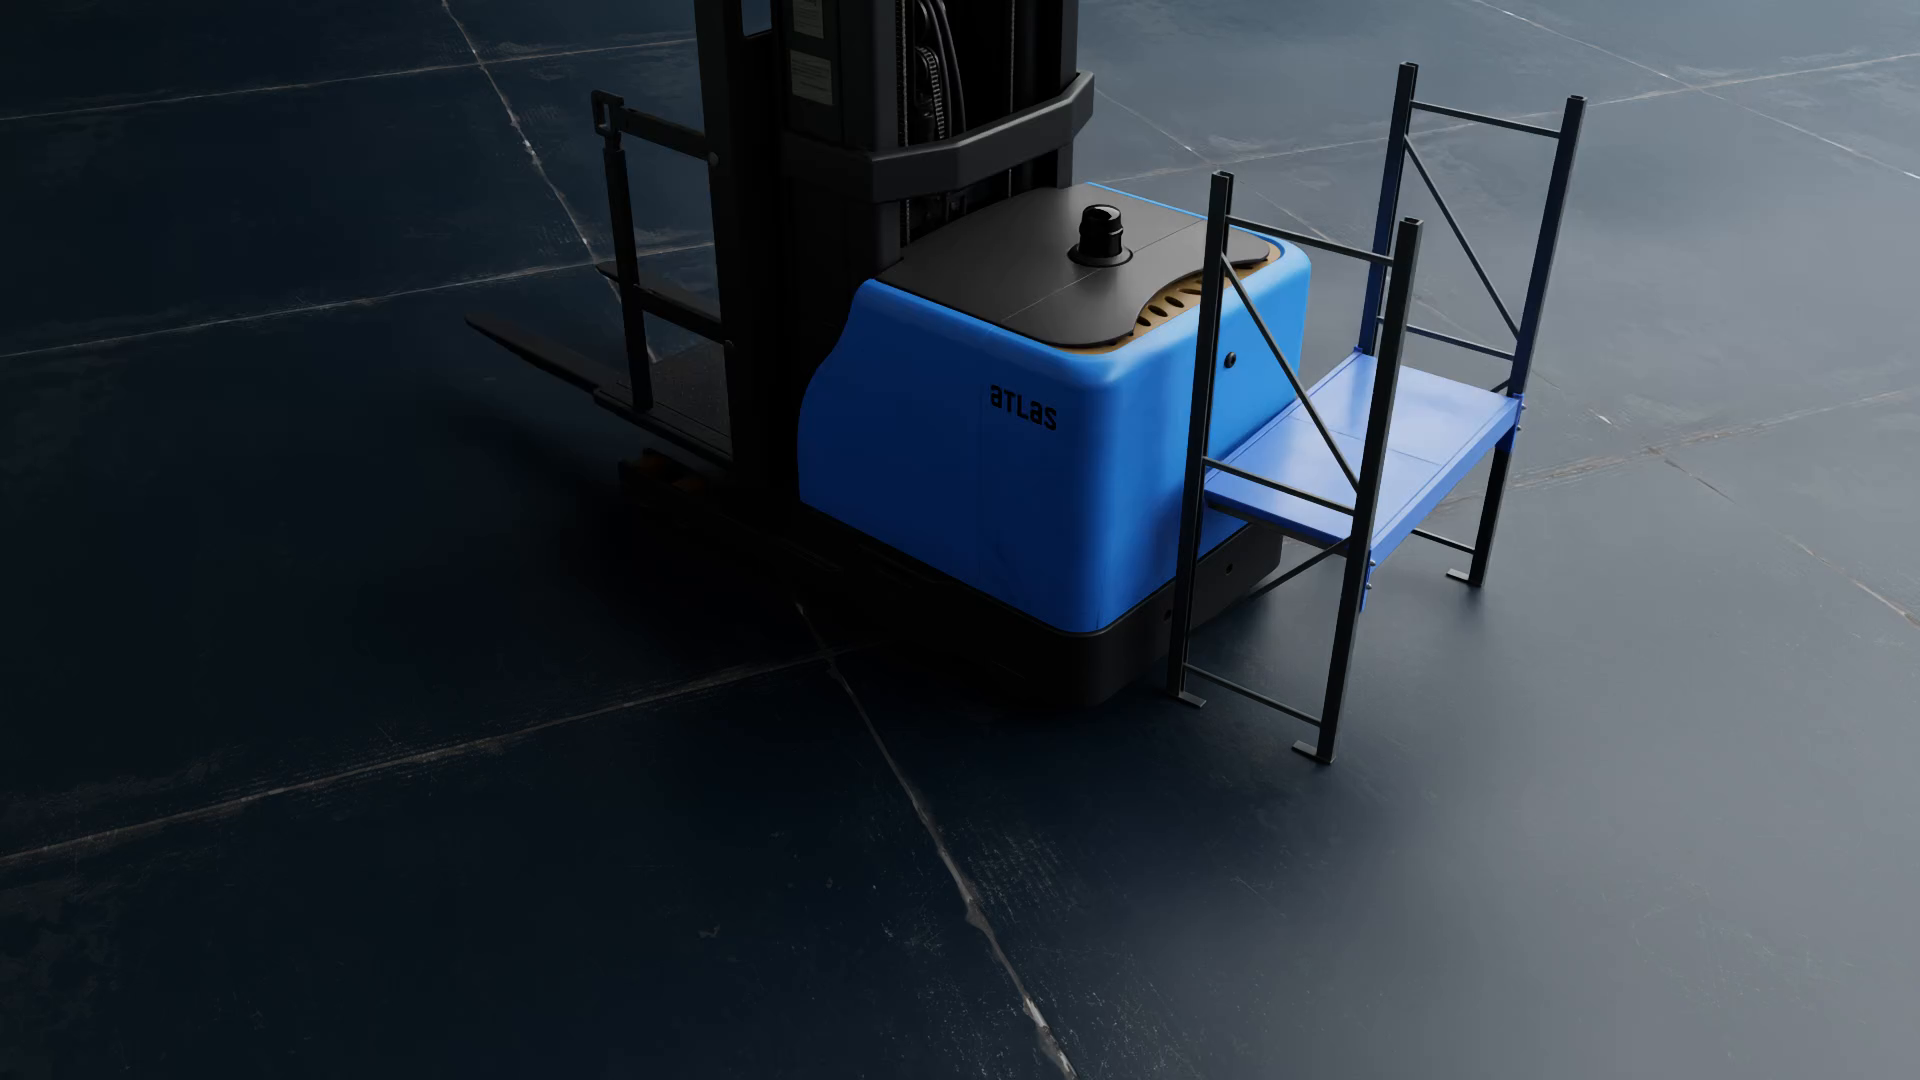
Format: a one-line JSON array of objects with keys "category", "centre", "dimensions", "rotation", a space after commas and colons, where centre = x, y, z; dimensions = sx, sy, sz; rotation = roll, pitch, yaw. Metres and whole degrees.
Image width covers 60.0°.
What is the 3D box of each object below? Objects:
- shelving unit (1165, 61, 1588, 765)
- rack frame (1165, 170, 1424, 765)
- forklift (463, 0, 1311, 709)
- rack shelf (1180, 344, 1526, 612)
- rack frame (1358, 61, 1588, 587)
[{"category": "shelving unit", "centre": [1.082, -0.351, 4.412], "dimensions": [0.538, 1.500, 1.048], "rotation": [22, 39, 30]}, {"category": "rack frame", "centre": [0.779, -0.129, 4.071], "dimensions": [0.500, 1.500, 0.032], "rotation": [22, 39, 30]}, {"category": "forklift", "centre": [-0.470, -1.454, 4.798], "dimensions": [3.031, 2.935, 1.130], "rotation": [26, 41, 34]}, {"category": "rack shelf", "centre": [1.082, -0.200, 4.511], "dimensions": [0.538, 0.185, 1.000], "rotation": [22, 39, 30]}, {"category": "rack frame", "centre": [1.386, -0.573, 4.754], "dimensions": [0.500, 1.500, 0.032], "rotation": [22, 39, 30]}]
